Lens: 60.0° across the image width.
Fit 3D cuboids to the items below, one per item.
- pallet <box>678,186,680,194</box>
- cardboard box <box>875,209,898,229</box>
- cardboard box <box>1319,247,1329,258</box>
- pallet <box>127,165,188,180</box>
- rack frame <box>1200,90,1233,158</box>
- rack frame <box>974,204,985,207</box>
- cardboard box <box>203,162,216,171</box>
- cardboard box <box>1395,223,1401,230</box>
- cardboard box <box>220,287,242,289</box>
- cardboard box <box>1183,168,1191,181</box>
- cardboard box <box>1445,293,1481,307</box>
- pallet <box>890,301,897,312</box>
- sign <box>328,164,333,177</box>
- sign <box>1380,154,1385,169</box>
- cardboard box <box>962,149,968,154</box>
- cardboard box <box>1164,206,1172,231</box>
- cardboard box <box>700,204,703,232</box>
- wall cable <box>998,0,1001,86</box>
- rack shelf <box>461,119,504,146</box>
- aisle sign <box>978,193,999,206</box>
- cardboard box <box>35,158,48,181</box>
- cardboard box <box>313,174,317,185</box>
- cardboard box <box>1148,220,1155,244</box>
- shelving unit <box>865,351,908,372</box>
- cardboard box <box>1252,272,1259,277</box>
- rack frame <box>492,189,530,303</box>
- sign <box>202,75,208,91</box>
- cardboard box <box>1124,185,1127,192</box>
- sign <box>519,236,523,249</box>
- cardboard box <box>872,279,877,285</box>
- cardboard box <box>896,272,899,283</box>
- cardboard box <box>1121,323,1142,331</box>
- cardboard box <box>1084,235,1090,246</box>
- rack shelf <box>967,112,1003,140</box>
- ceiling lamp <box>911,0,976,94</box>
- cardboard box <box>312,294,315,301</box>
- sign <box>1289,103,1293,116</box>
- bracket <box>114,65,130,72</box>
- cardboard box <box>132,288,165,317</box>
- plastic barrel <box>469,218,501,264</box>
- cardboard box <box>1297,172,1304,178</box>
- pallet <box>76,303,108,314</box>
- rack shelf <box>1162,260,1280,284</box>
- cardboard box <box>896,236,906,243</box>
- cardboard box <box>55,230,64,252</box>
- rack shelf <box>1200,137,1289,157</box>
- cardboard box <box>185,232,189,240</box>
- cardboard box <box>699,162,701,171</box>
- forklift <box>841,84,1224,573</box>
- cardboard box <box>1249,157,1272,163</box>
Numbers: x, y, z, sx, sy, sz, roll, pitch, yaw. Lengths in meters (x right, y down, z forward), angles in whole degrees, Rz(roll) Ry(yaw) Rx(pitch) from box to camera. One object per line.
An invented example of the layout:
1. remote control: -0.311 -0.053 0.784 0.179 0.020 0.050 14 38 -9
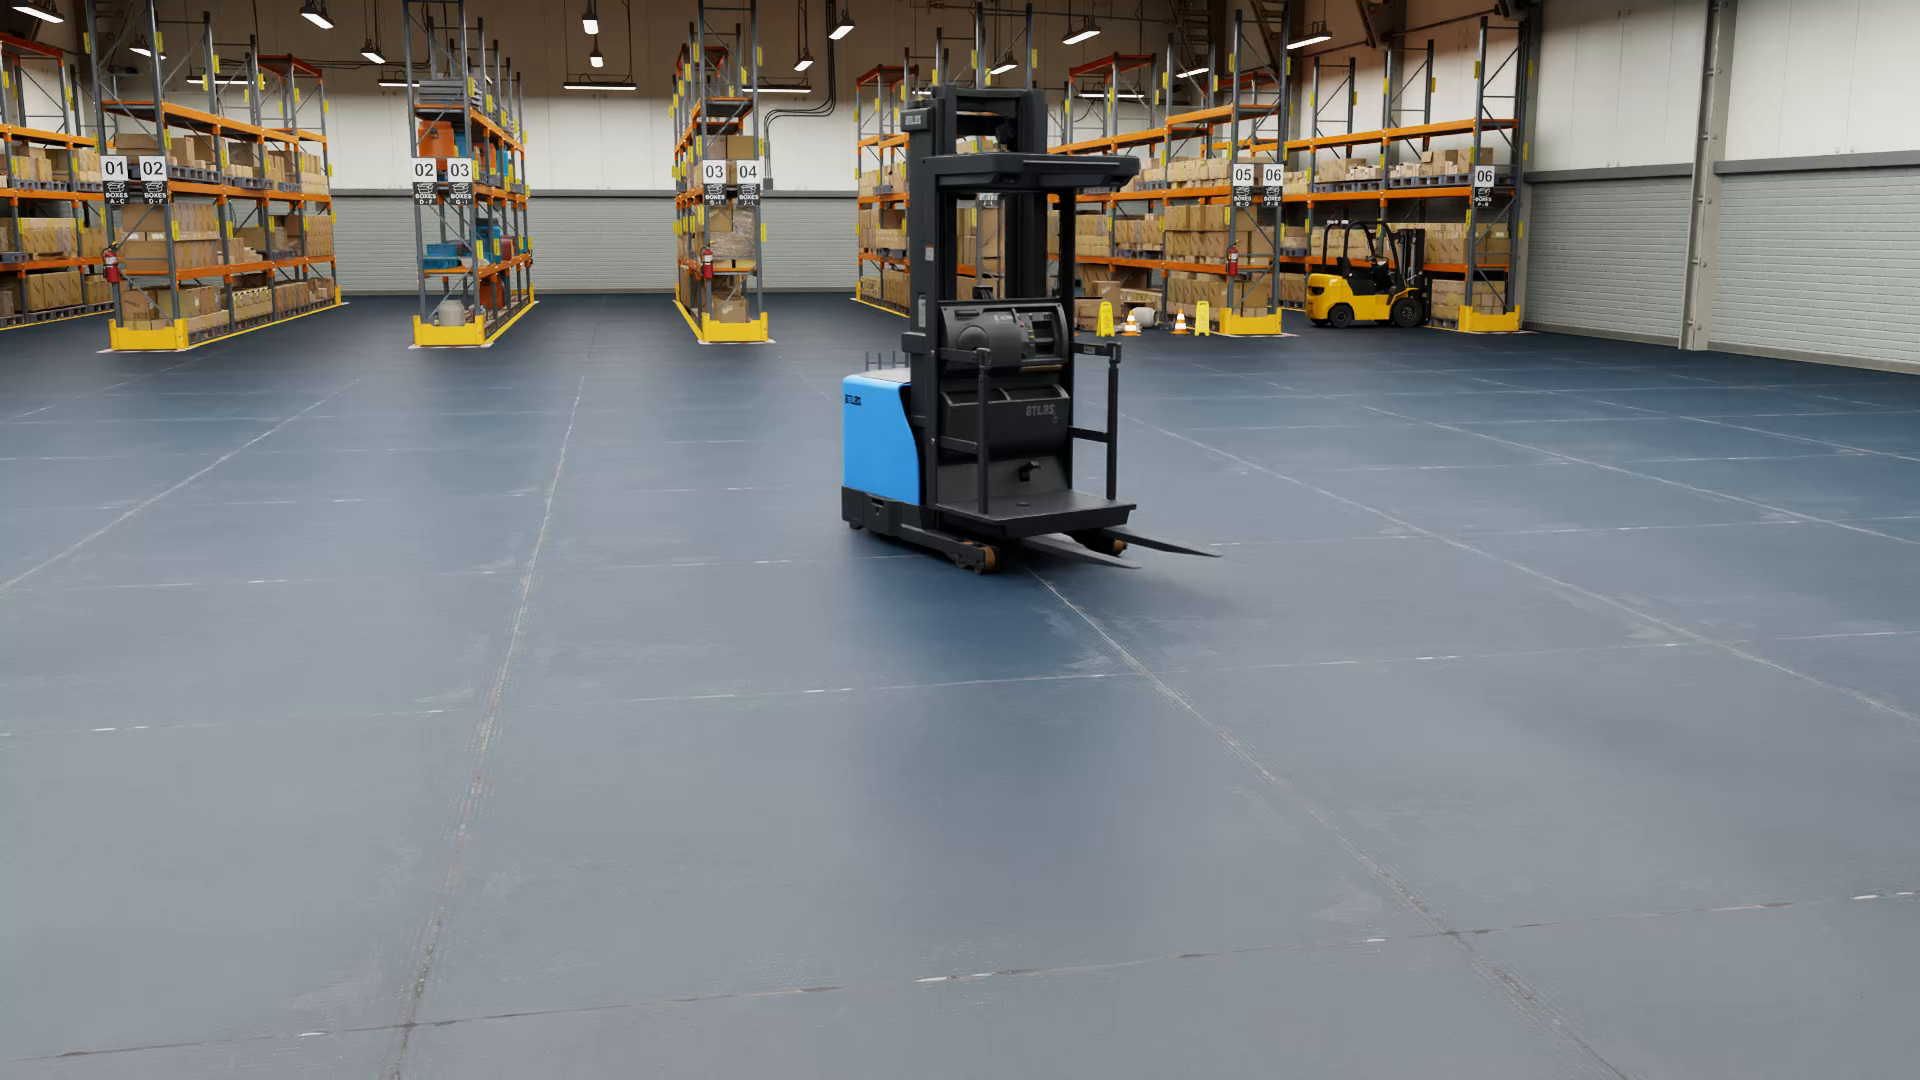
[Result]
1. pallet: -6.802 -9.104 43.223 1.003 0.211 1.213 -2 11 -11
2. cardboard box: -1.891 -8.225 42.653 0.500 0.500 0.500 -3 11 -13
3. cardboard box: 8.887 -6.852 39.577 0.500 0.250 0.500 -2 11 -12
4. pallet: -13.915 -6.301 28.493 1.003 0.211 1.213 -2 11 -11
5. rack frame: 7.392 -11.523 47.671 1.000 3.000 0.127 -2 11 -11
6. rack frame: 0.022 -5.995 34.673 1.000 3.000 0.127 -2 11 -11
7. cardboard box: -14.691 -7.193 32.224 0.500 0.250 0.500 -1 11 -5
8. cardboard box: 9.654 -6.776 35.975 0.380 0.149 0.250 -2 11 -10
9. cardboard box: -15.545 -5.232 35.393 0.500 0.311 0.500 -2 11 -9
10. cardboard box: 4.869 -7.463 33.965 0.500 0.250 0.500 -2 11 -10
11. cardboard box: 10.103 -4.820 33.394 0.500 0.250 0.500 -2 11 -12
12. pallet: -1.141 -5.726 40.715 1.003 0.211 1.213 -2 11 -11
13. sign: -16.367 -9.600 43.221 0.100 0.325 0.005 -2 11 -11
14. sign: 9.196 -8.236 36.197 0.100 0.325 0.005 -2 11 -11
15. cardboard box: 0.334 -7.235 31.376 0.500 0.250 0.500 -2 11 -11
16. cardboard box: 4.731 -6.792 35.120 0.700 0.500 0.500 -2 11 -12
17. cardboard box: -4.537 -5.970 30.801 0.500 0.500 0.500 -2 11 -11
18. wall cable: 0.114 -15.578 51.326 2.355 3.000 0.029 -2 11 -11
19. rack shelf: -10.110 -8.417 34.348 1.077 0.370 4.000 -2 11 -11
20. aisle sign: 0.519 -6.515 30.450 0.394 0.787 0.004 -2 11 -11
21. cardboard box: -20.760 -8.234 36.969 0.700 0.500 0.500 -2 11 -12
22. cardboard box: -16.270 -8.960 41.293 0.500 0.250 0.500 -2 11 -11
23. cardboard box: 4.445 -6.763 36.519 0.500 0.500 0.500 -2 11 -11
24. shelving unit: -0.510 -0.742 11.870 0.258 1.200 0.189 -7 11 -31
25. cardboard box: 7.979 -7.064 44.114 0.380 0.149 0.250 -2 11 -8
26. rack frame: -12.055 -7.854 44.440 1.000 3.000 0.127 -2 11 -11
27. sign: -15.889 -9.631 35.020 0.100 0.325 0.005 -2 11 -11
28. cardboard box: 4.024 -8.224 38.721 0.396 0.266 0.258 -2 11 -11
29. sign: -10.737 -7.276 40.663 0.100 0.325 0.005 -2 11 -11
30. cardboard box: -2.120 -6.804 43.832 0.380 0.149 0.250 -3 11 -14
31. cardboard box: -1.255 -6.284 39.745 0.500 0.250 0.500 -2 11 -10
32. cardboard box: 3.399 -4.227 33.005 0.380 0.149 0.250 4 11 18
33. cardboard box: 3.412 -7.461 41.439 0.500 0.250 0.500 -2 11 -13
34. rack shelf: 0.411 -8.026 32.290 1.077 0.370 4.000 -2 11 -11
35. ceiling lamp: -0.376 -14.613 48.296 2.000 3.185 0.800 -2 11 -11
36. cardboard box: -16.184 -6.009 41.144 0.380 0.166 0.250 -2 11 -11
37. sign: 8.713 -11.347 43.826 0.100 0.325 0.005 -2 11 -11
38. bracket: -23.225 -13.088 46.268 0.076 0.066 3.189 -2 11 -11
39. cardboard box: -14.408 -4.235 29.648 0.500 0.500 0.500 -2 11 -11
40. plastic barrel: -9.499 -5.982 33.260 0.600 0.901 0.708 -2 11 -11
41. cardboard box: 8.542 -9.002 40.986 0.380 0.149 0.250 -2 11 -13
42. pallet: -21.066 -5.533 39.701 1.003 0.211 1.213 -2 11 -11
43. rack shelf: 5.247 -5.474 33.856 1.077 0.370 4.000 -2 11 -11
44. cardboard box: -1.299 -7.032 38.873 0.380 0.149 0.250 -2 11 -10
45. cardboard box: -20.460 -6.704 37.282 0.500 0.500 0.500 -2 11 -11
46. rack shelf: 7.781 -10.801 45.811 1.077 0.370 4.000 -2 11 -11
47. cardboard box: -13.870 -5.377 29.423 0.380 0.149 0.250 -3 11 -13
48. cardboard box: -4.614 -6.879 30.626 0.380 0.149 0.250 -2 11 -11
49. forklift: 0.407 -1.337 10.384 1.130 2.935 3.031 -7 13 -33
50. cardboard box: 5.767 -7.275 31.912 0.380 0.149 0.250 -2 11 -11
